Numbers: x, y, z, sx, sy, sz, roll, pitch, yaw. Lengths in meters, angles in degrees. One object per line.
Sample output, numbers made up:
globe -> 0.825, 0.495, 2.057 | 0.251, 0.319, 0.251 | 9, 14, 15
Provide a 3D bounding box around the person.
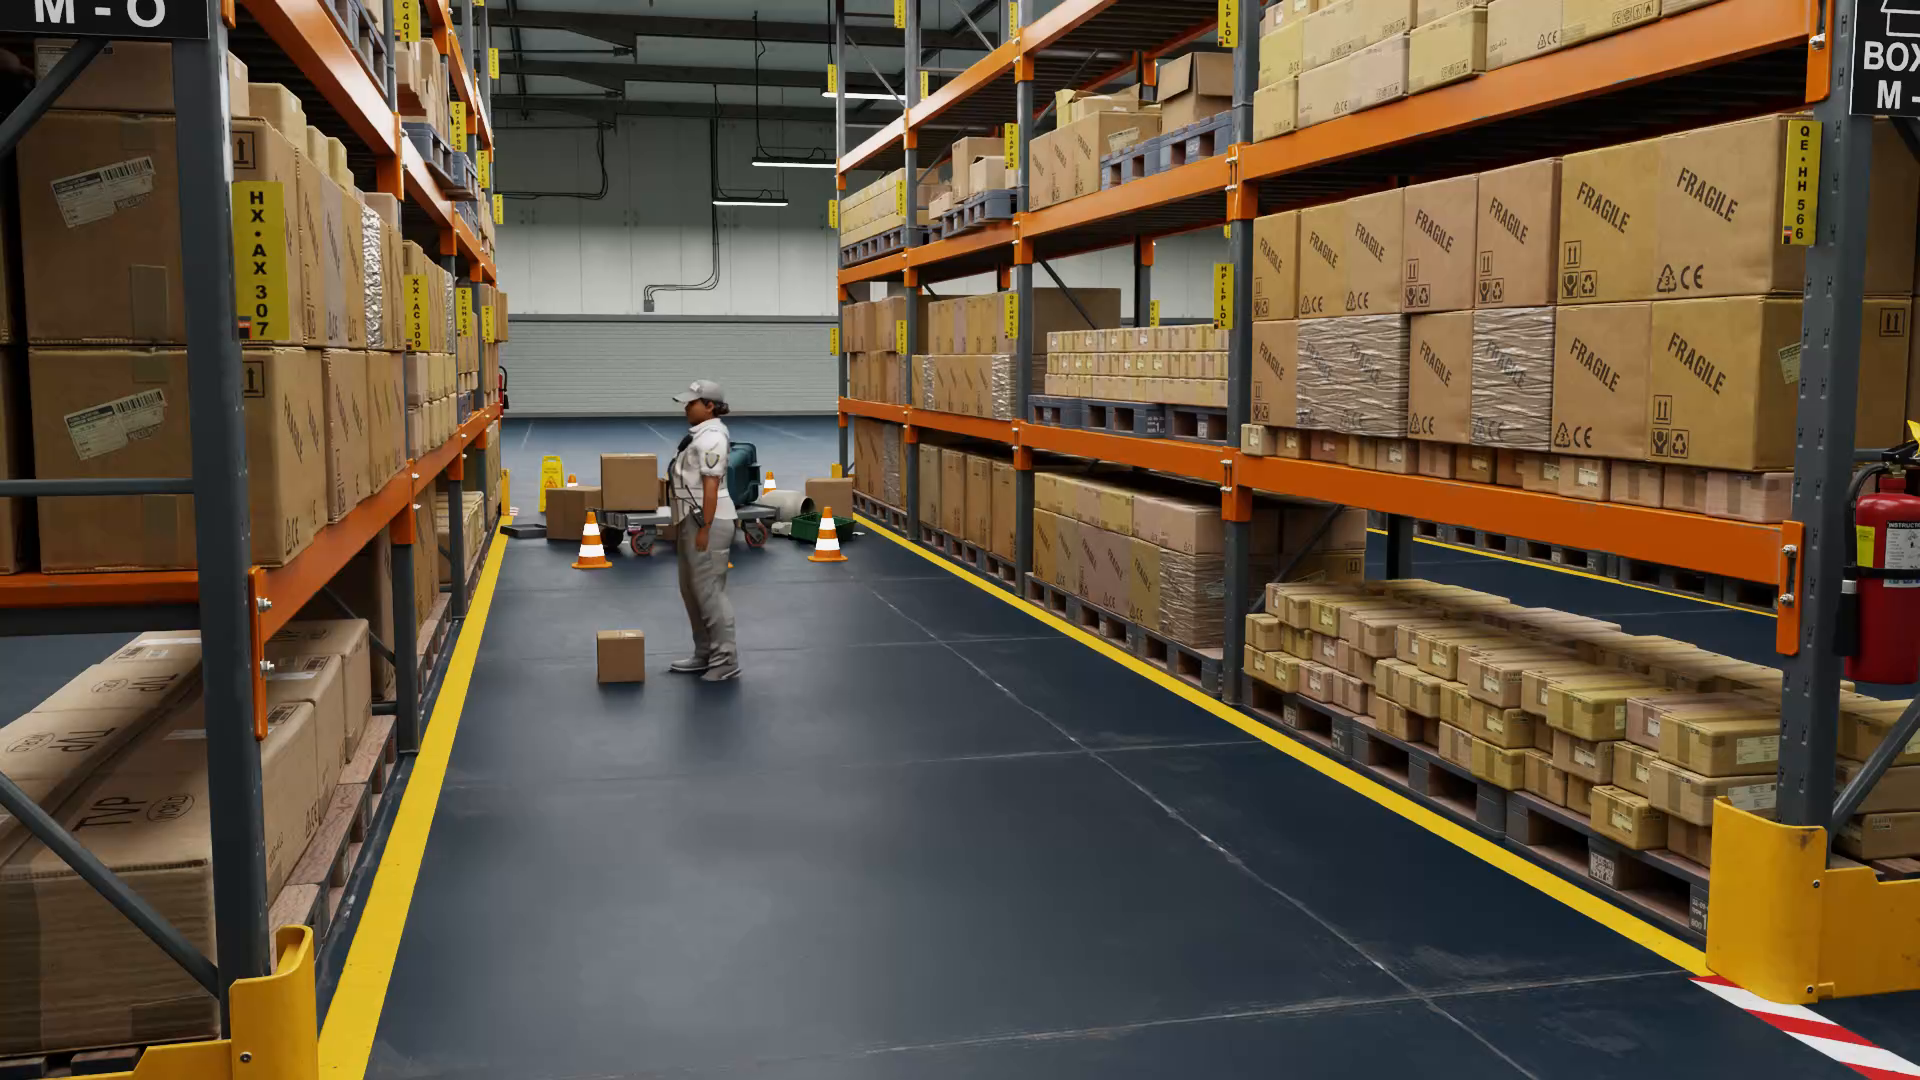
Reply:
person -> -1.436, -0.037, 9.283 | 0.387, 1.715, 0.469 | -1, 6, -12
